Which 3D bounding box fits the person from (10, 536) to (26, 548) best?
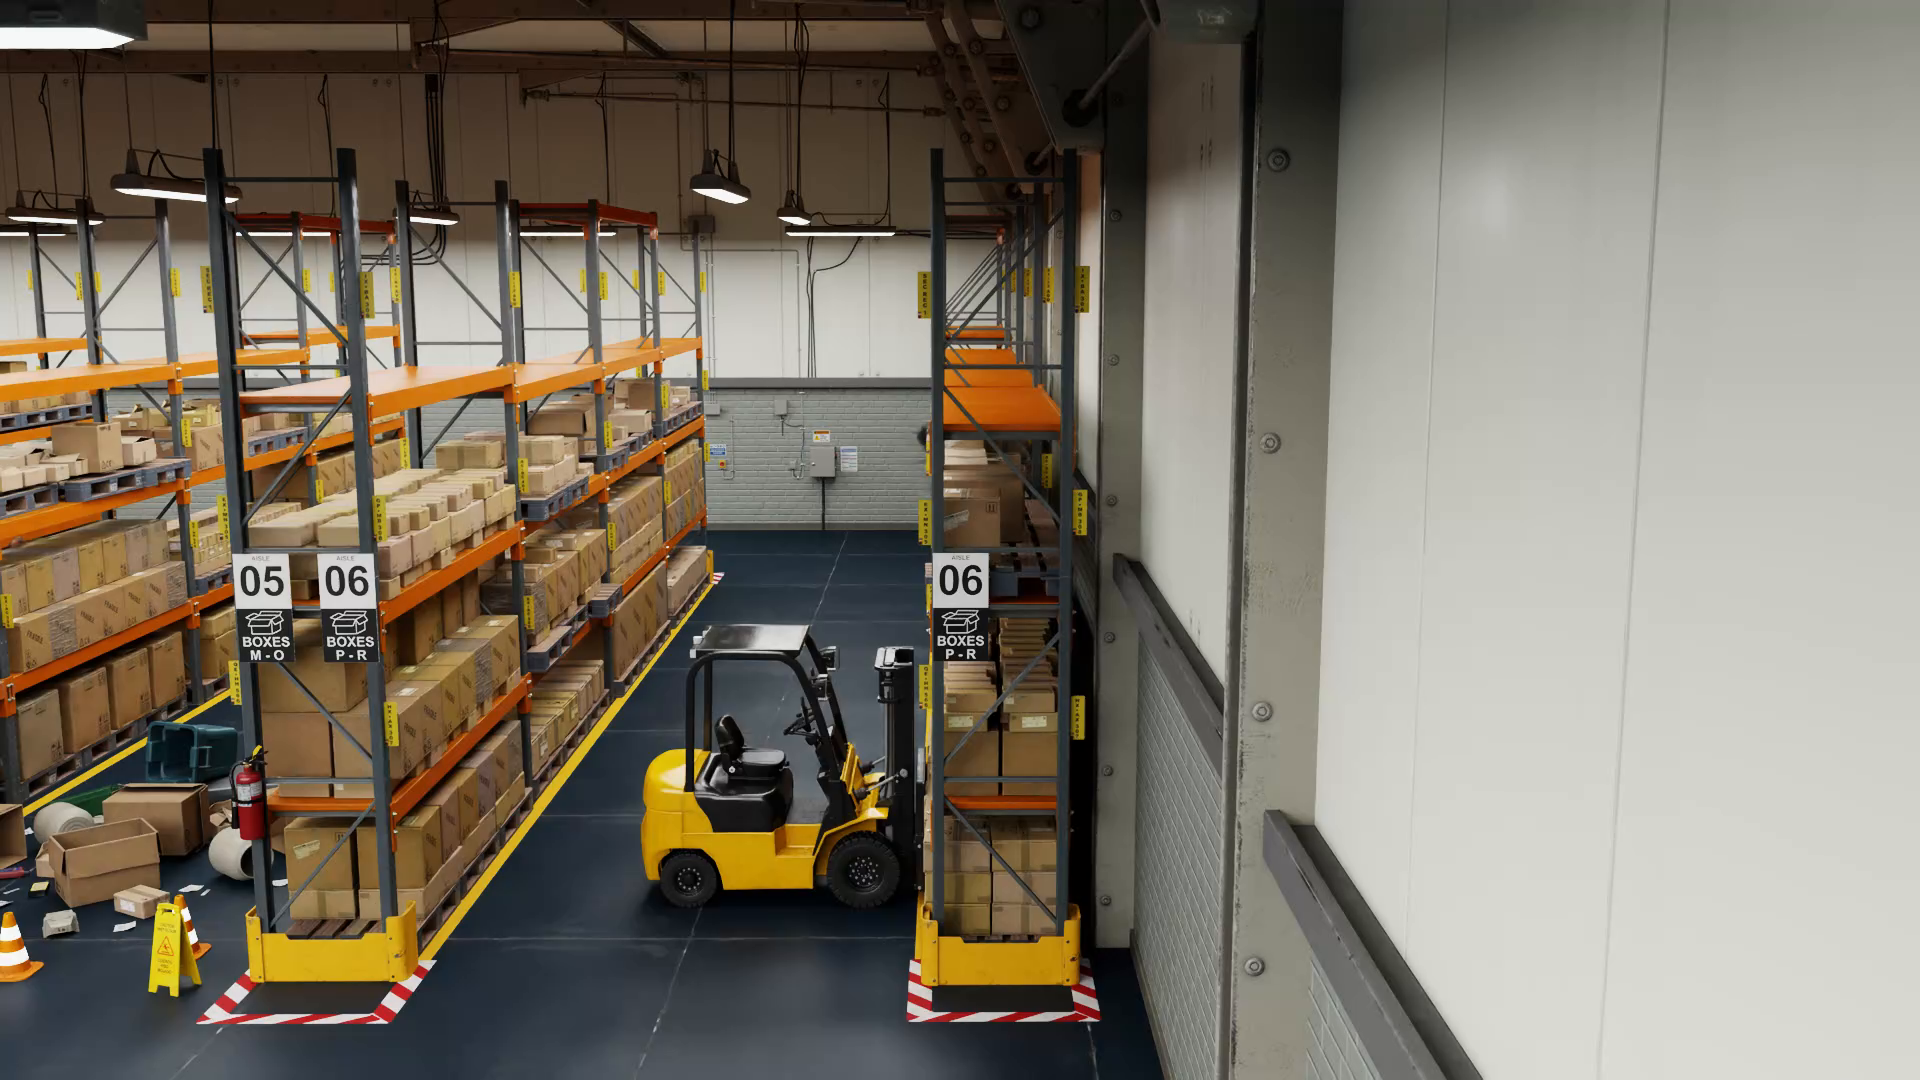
[{"bbox_3d":[-12.753,0.760,22.614,0.523,1.634,0.709,-1,9,-8],"label":"person"}]
